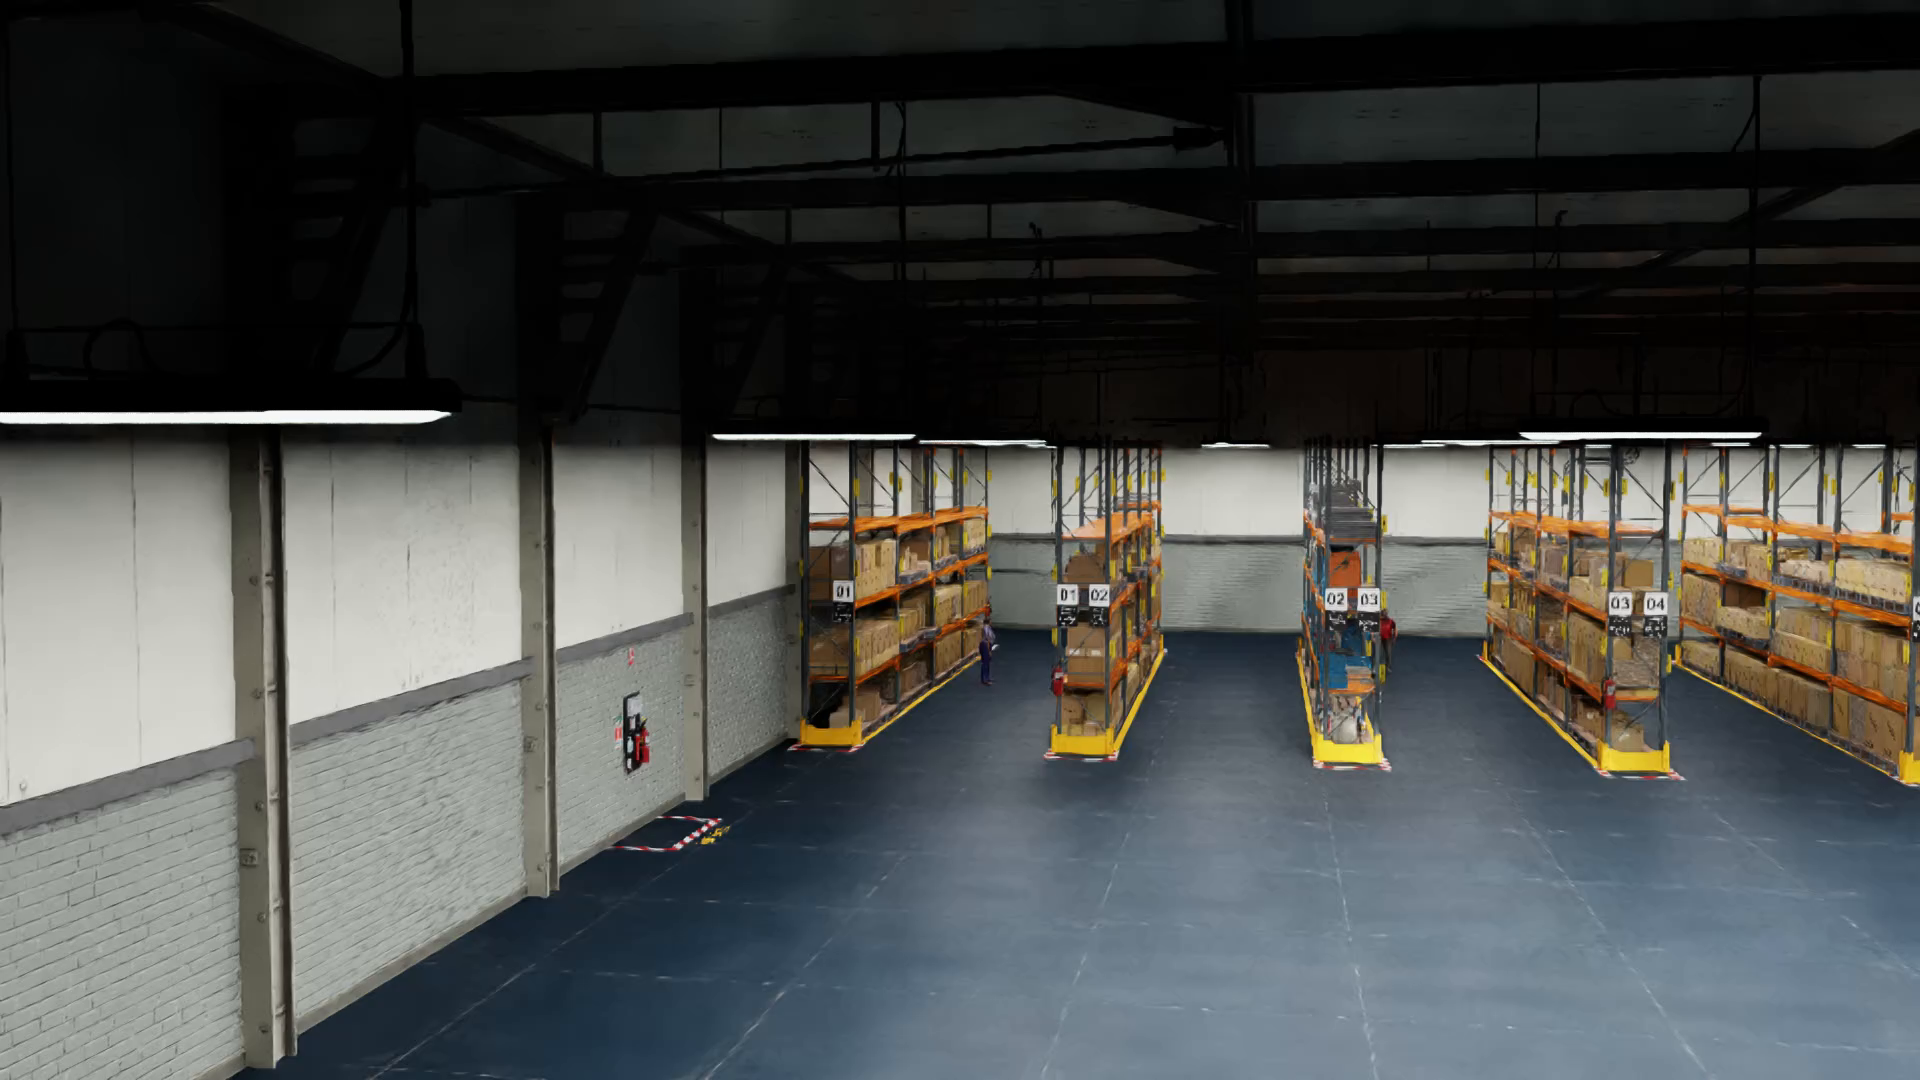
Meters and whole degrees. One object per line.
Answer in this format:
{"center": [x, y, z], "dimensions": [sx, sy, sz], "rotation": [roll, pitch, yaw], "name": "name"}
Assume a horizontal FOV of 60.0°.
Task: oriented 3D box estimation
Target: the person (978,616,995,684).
{"center": [0.694, 2.683, 40.763], "dimensions": [0.445, 1.657, 0.576], "rotation": [-1, 3, -12], "name": "person"}

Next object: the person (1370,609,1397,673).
{"center": [10.853, 2.585, 42.636], "dimensions": [0.682, 1.676, 0.531], "rotation": [0, 3, 7], "name": "person"}
